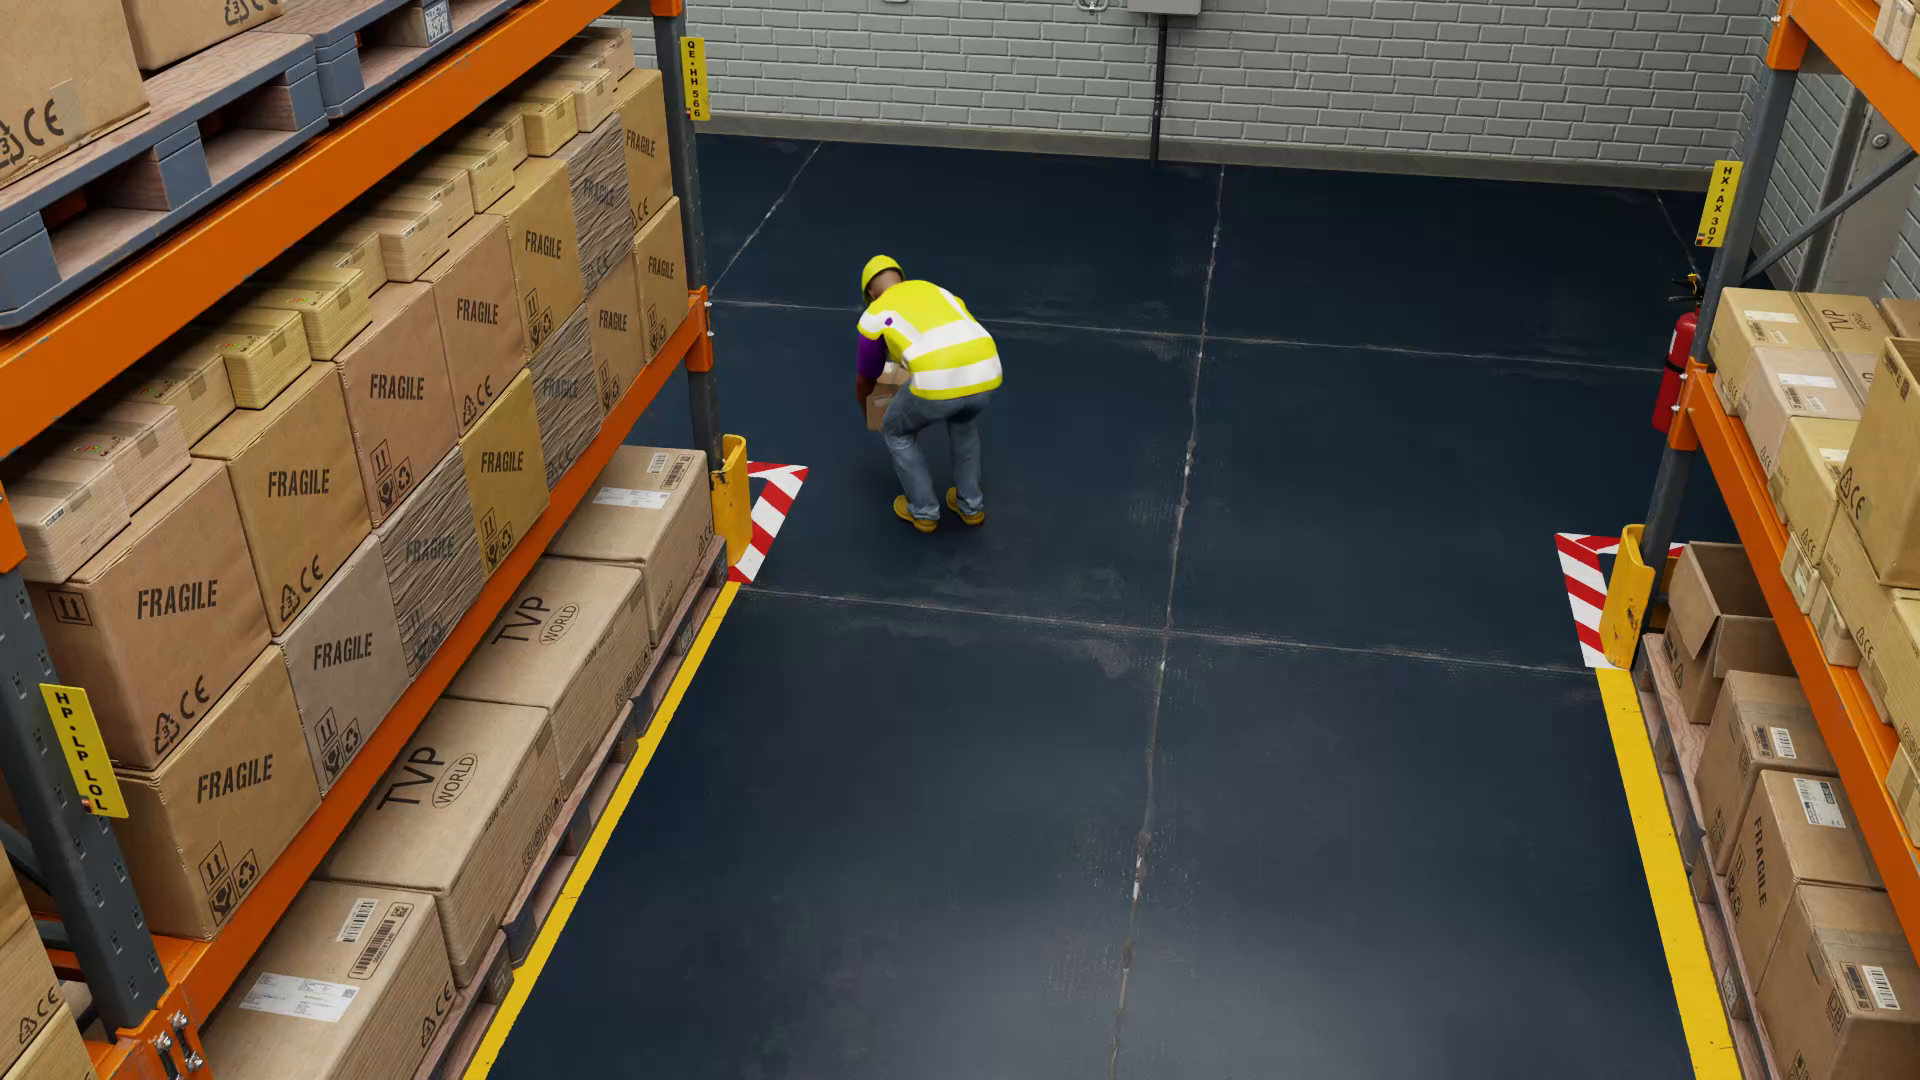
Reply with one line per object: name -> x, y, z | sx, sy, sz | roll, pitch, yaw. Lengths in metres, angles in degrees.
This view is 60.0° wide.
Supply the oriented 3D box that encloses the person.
person -> -0.188, -0.669, 7.768 | 0.502, 1.133, 0.963 | -17, 36, -25
